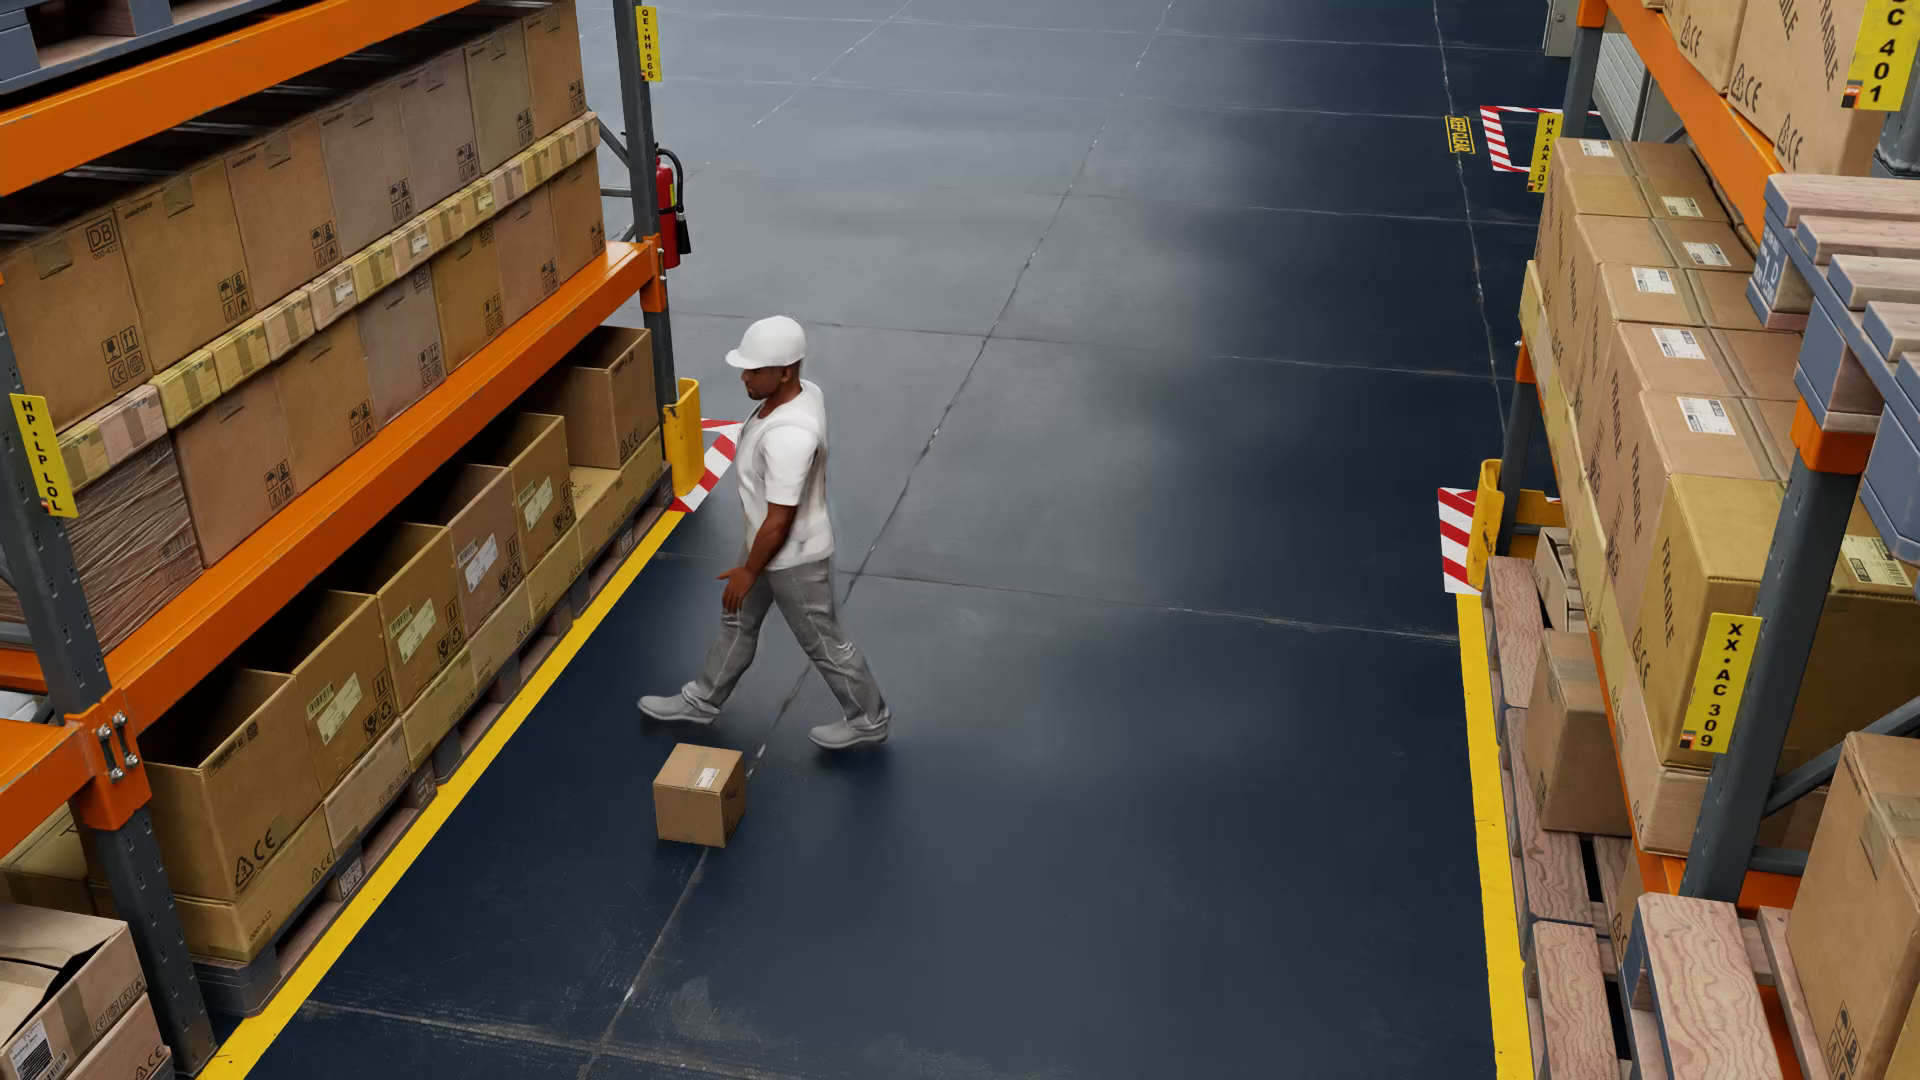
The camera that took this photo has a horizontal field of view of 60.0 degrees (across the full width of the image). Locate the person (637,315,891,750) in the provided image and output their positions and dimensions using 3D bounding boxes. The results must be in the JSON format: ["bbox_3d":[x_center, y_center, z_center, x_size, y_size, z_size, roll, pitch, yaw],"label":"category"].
[{"bbox_3d":[-0.758,0.009,6.069,0.975,1.720,0.605,-4,29,-8],"label":"person"}]
